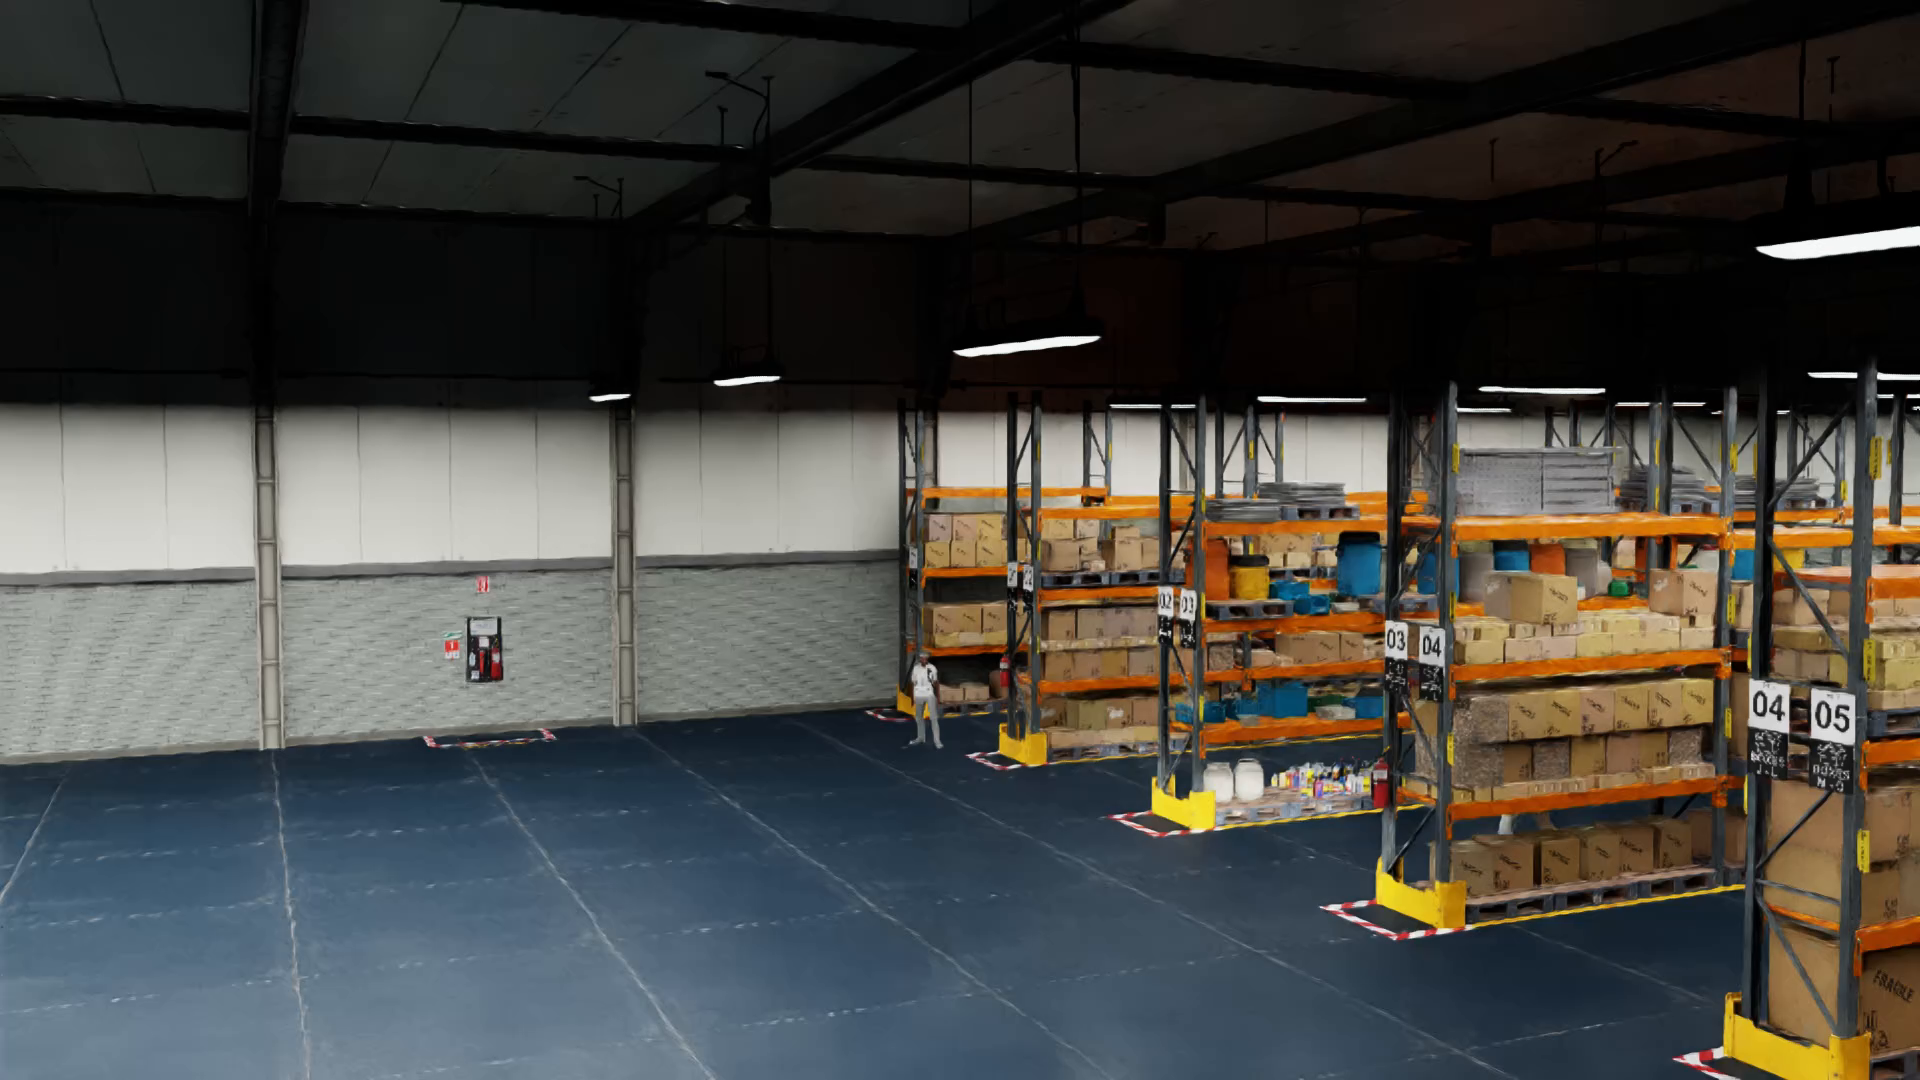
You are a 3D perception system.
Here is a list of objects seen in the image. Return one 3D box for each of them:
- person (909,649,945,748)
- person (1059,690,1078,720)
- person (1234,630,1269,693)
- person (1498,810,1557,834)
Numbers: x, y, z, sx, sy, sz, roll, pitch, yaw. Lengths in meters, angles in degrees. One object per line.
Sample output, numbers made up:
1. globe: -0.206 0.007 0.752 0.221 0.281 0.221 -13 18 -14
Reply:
1. person: -0.551 2.667 28.196 0.697 1.670 0.555 1 3 12
2. person: 1.954 2.626 29.544 0.512 1.632 0.560 -2 4 -26
3. person: 5.541 2.454 31.825 0.845 1.704 0.718 -1 4 -18
4. person: 6.956 3.105 20.450 1.116 1.672 0.541 -2 4 -25
